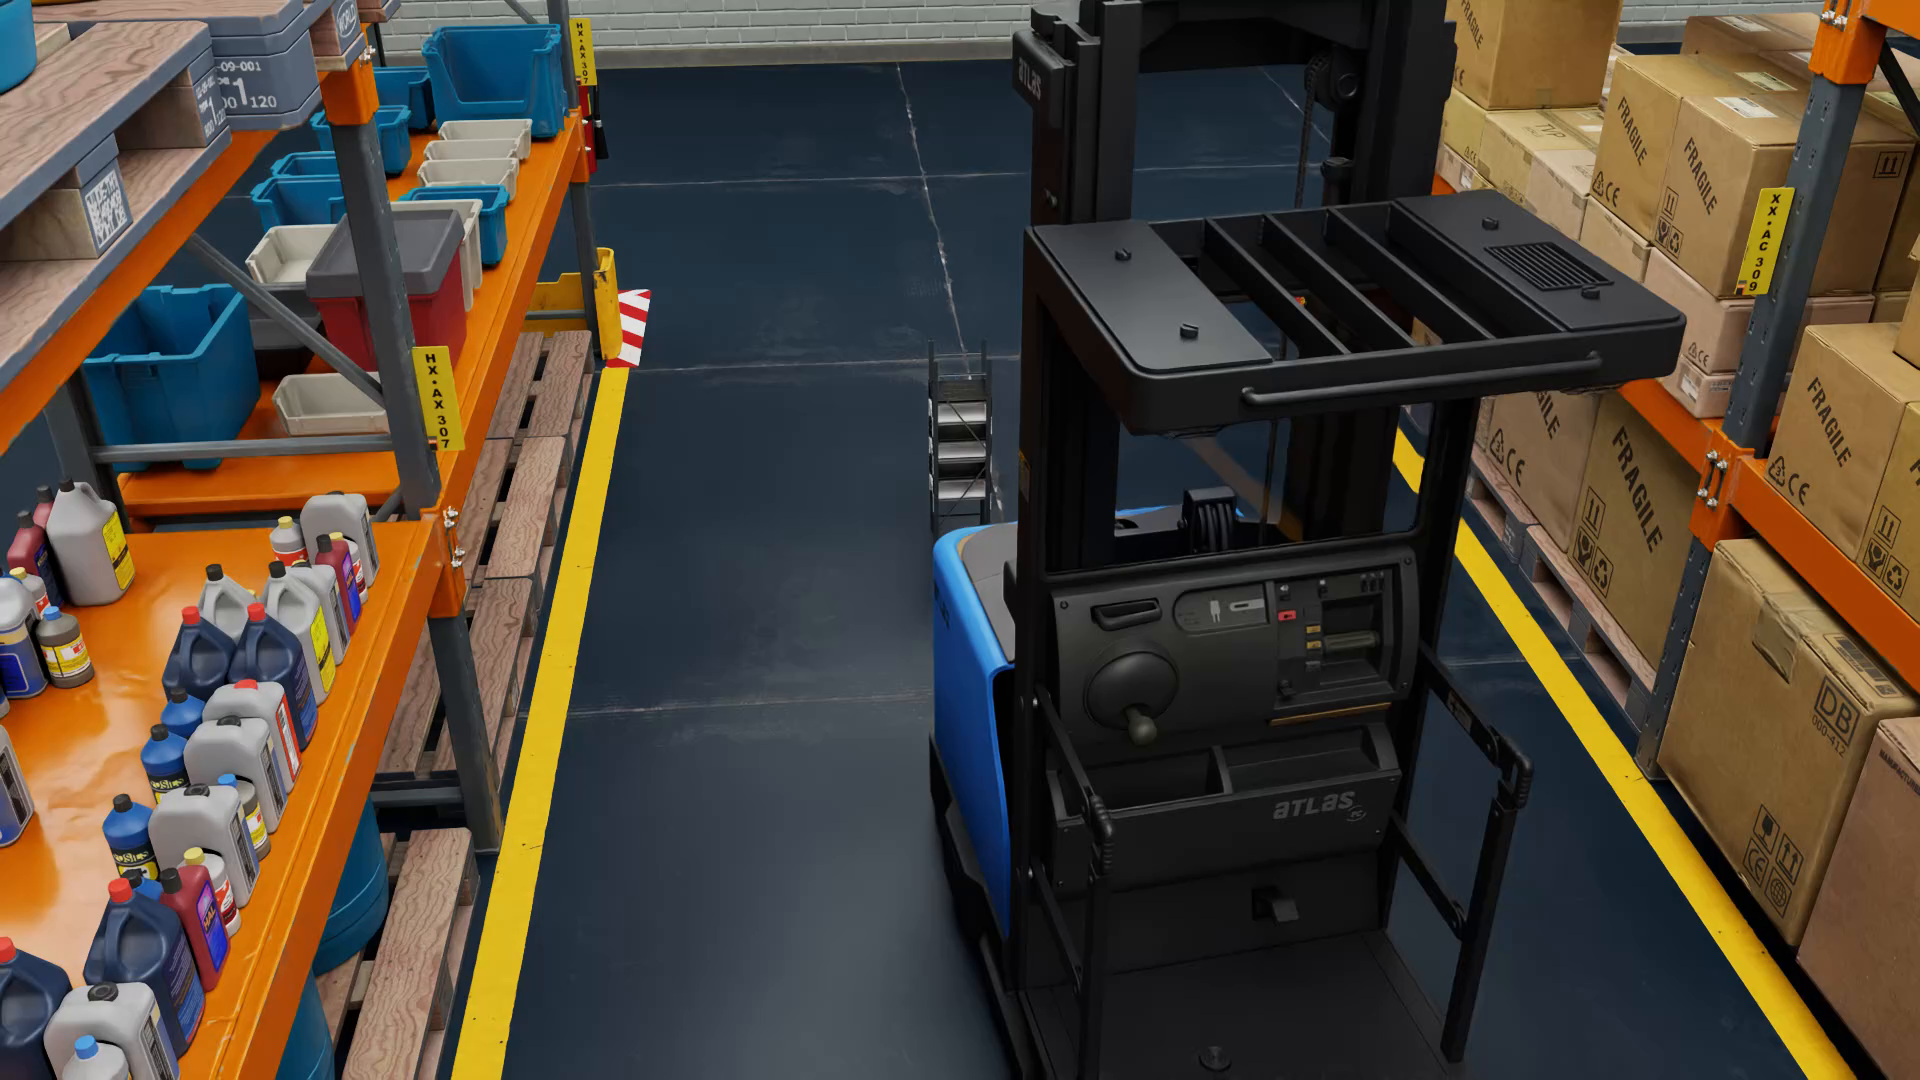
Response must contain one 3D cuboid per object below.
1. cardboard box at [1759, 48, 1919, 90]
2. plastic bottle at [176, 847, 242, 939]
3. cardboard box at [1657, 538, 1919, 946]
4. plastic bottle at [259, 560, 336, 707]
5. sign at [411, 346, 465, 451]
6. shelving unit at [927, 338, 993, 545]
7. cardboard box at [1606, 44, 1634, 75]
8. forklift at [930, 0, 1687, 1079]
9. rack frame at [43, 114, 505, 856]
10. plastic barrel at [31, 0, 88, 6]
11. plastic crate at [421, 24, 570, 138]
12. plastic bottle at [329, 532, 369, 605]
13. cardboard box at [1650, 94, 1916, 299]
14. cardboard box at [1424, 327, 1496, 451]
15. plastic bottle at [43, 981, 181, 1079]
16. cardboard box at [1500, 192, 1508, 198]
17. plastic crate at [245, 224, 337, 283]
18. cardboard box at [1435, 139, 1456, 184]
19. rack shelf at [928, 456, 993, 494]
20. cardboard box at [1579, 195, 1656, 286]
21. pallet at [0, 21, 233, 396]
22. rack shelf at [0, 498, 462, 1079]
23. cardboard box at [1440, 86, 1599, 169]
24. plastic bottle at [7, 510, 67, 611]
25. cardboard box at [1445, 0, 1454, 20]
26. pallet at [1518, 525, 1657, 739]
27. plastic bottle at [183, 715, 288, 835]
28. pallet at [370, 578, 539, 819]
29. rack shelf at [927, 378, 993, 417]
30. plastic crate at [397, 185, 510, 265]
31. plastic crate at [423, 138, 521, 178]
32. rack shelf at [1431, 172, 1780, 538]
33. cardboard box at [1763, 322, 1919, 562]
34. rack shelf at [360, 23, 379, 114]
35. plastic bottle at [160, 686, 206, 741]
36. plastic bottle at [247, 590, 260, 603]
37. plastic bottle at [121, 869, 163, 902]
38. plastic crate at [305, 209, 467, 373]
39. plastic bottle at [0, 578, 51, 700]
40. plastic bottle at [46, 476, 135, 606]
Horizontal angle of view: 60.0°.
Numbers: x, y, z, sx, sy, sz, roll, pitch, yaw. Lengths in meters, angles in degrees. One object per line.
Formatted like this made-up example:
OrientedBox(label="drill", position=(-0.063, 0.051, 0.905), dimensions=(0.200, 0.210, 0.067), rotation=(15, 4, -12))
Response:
OrientedBox(label="cardboard box", position=(3.075, -1.386, 5.770), dimensions=(0.500, 0.500, 0.500), rotation=(-3, 31, -5))
OrientedBox(label="plastic bottle", position=(-1.516, 0.705, 3.338), dimensions=(0.097, 0.201, 0.097), rotation=(0, 31, 0))
OrientedBox(label="cardboard box", position=(2.983, 0.566, 5.040), dimensions=(1.225, 0.875, 0.875), rotation=(-3, 31, -4))
OrientedBox(label="plastic bottle", position=(-1.616, 0.220, 4.005), dimensions=(0.144, 0.351, 0.185), rotation=(-3, 31, -5))
OrientedBox(label="sign", position=(-1.480, -0.399, 4.723), dimensions=(0.100, 0.325, 0.005), rotation=(-3, 31, -5))
OrientedBox(label="shelving unit", position=(-0.001, -0.390, 7.026), dimensions=(0.258, 0.900, 0.210), rotation=(-3, 31, -5))
OrientedBox(label="cardboard box", position=(2.886, -2.104, 7.703), dimensions=(0.500, 0.250, 0.500), rotation=(-3, 31, -5))
OrientedBox(label="forklift", position=(0.730, 0.311, 3.870), dimensions=(1.130, 2.935, 3.031), rotation=(-7, 32, -11))
OrientedBox(label="rack frame", position=(-2.028, -0.255, 4.751), dimensions=(1.000, 3.000, 0.127), rotation=(-3, 31, -5))
OrientedBox(label="plastic barrel", position=(-1.741, -1.347, 3.062), dimensions=(0.600, 0.588, 0.600), rotation=(0, 31, 0))
OrientedBox(label="plastic crate", position=(-2.184, -2.176, 7.875), dimensions=(0.616, 0.435, 0.499), rotation=(-3, 31, -5))
OrientedBox(label="plastic bottle", position=(-1.631, 0.074, 4.395), dimensions=(0.097, 0.201, 0.097), rotation=(0, 31, 0))
OrientedBox(label="cardboard box", position=(2.594, -1.099, 5.290), dimensions=(0.500, 0.500, 0.500), rotation=(-2, 31, -3))
OrientedBox(label="cardboard box", position=(2.754, -1.015, 7.686), dimensions=(0.875, 0.875, 0.875), rotation=(-3, 31, -5))
OrientedBox(label="plastic bottle", position=(-1.502, 0.896, 2.945), dimensions=(0.152, 0.276, 0.135), rotation=(-3, 31, -5))
OrientedBox(label="cardboard box", position=(2.406, -1.310, 6.764), dimensions=(0.380, 0.149, 0.250), rotation=(-2, 31, -4))
OrientedBox(label="plastic crate", position=(-2.490, -1.042, 6.268), dimensions=(0.293, 0.136, 0.466), rotation=(-3, 31, -5))
OrientedBox(label="cardboard box", position=(2.332, -1.705, 7.424), dimensions=(0.380, 0.149, 0.250), rotation=(-3, 31, -6))
OrientedBox(label="rack shelf", position=(-0.001, -0.285, 7.089), dimensions=(0.258, 0.077, 0.200), rotation=(-3, 31, -5))
OrientedBox(label="cardboard box", position=(2.550, -1.032, 5.909), dimensions=(0.500, 0.250, 0.500), rotation=(-2, 31, -3))
OrientedBox(label="pallet", position=(-1.748, -0.487, 2.399), dimensions=(1.003, 0.211, 1.213), rotation=(-3, 31, -5))
OrientedBox(label="rack shelf", position=(-1.841, 1.075, 3.226), dimensions=(1.077, 0.370, 4.000), rotation=(-3, 31, -5))
OrientedBox(label="cardboard box", position=(2.404, -1.818, 7.224), dimensions=(0.500, 0.250, 0.500), rotation=(-4, 31, -6))
OrientedBox(label="plastic bottle", position=(-2.406, 0.071, 4.320), dimensions=(0.061, 0.283, 0.133), rotation=(-3, 31, -5))
OrientedBox(label="cardboard box", position=(2.352, -2.406, 7.478), dimensions=(0.500, 0.500, 0.500), rotation=(-3, 31, -6))
OrientedBox(label="pallet", position=(2.910, 0.313, 6.520), dimensions=(1.003, 0.211, 1.213), rotation=(-3, 31, -5))
OrientedBox(label="plastic bottle", position=(-1.575, 0.497, 3.614), dimensions=(0.152, 0.276, 0.135), rotation=(-3, 31, -5))
OrientedBox(label="pallet", position=(-2.135, 0.569, 6.092), dimensions=(1.003, 0.211, 1.213), rotation=(-3, 31, -5))
OrientedBox(label="rack shelf", position=(-0.001, -0.594, 6.905), dimensions=(0.258, 0.077, 0.200), rotation=(-3, 31, -5))
OrientedBox(label="plastic crate", position=(-1.954, -1.215, 6.463), dimensions=(0.416, 0.233, 0.300), rotation=(-3, 31, -5))
OrientedBox(label="plastic crate", position=(-2.132, -1.653, 7.291), dimensions=(0.396, 0.136, 0.243), rotation=(-3, 31, -5))
OrientedBox(label="rack shelf", position=(2.717, -1.204, 7.043), dimensions=(1.077, 0.370, 4.000), rotation=(-3, 31, -5))
OrientedBox(label="cardboard box", position=(2.697, -0.288, 4.710), dimensions=(0.500, 0.500, 0.500), rotation=(-3, 31, -4))
OrientedBox(label="rack shelf", position=(-2.215, -2.255, 5.876), dimensions=(1.077, 0.370, 4.000), rotation=(-3, 31, -5))
OrientedBox(label="plastic bottle", position=(-1.710, 0.446, 3.704), dimensions=(0.097, 0.271, 0.097), rotation=(0, 31, 0))
OrientedBox(label="plastic bottle", position=(-1.758, 0.218, 4.153), dimensions=(0.097, 0.201, 0.097), rotation=(0, 31, 0))
OrientedBox(label="plastic bottle", position=(-1.564, 0.746, 3.201), dimensions=(0.097, 0.271, 0.097), rotation=(0, 31, 0))
OrientedBox(label="plastic crate", position=(-1.862, -0.776, 5.503), dimensions=(0.402, 0.464, 0.583), rotation=(-3, 31, -5))
OrientedBox(label="plastic bottle", position=(-2.330, 0.240, 4.044), dimensions=(0.152, 0.276, 0.135), rotation=(-3, 31, -5))
OrientedBox(label="plastic bottle", position=(-2.314, -0.018, 4.403), dimensions=(0.144, 0.351, 0.185), rotation=(-3, 31, -5))
